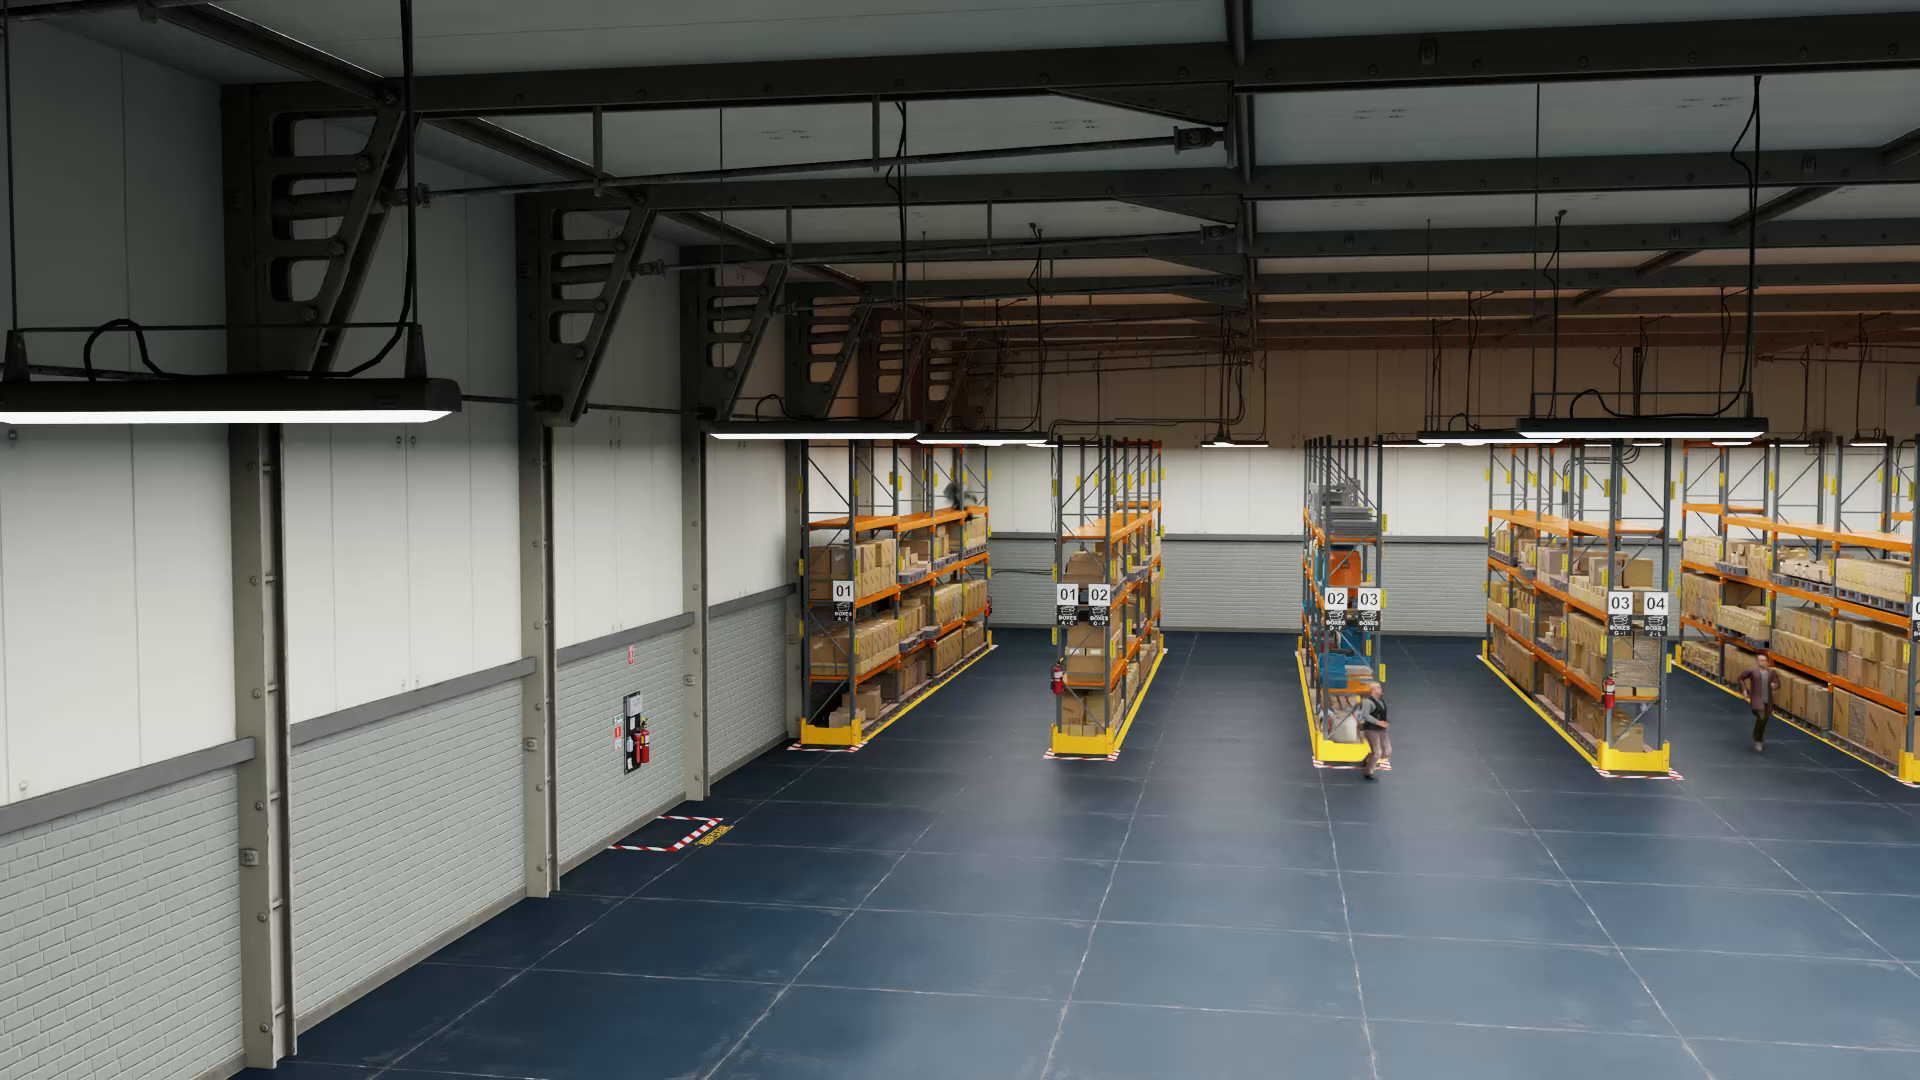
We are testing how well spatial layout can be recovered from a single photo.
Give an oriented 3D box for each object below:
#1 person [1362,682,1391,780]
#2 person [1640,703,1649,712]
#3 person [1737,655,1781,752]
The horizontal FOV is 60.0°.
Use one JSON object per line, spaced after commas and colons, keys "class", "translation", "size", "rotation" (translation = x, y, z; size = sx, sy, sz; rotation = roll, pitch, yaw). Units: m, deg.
{"class": "person", "translation": [7.259, 3.322, 28.931], "size": [0.601, 1.695, 0.707], "rotation": [3, 4, 42]}
{"class": "person", "translation": [15.062, 2.830, 36.595], "size": [0.716, 1.774, 1.035], "rotation": [0, 3, 9]}
{"class": "person", "translation": [15.339, 3.120, 31.833], "size": [0.673, 1.845, 0.819], "rotation": [0, 3, -1]}
